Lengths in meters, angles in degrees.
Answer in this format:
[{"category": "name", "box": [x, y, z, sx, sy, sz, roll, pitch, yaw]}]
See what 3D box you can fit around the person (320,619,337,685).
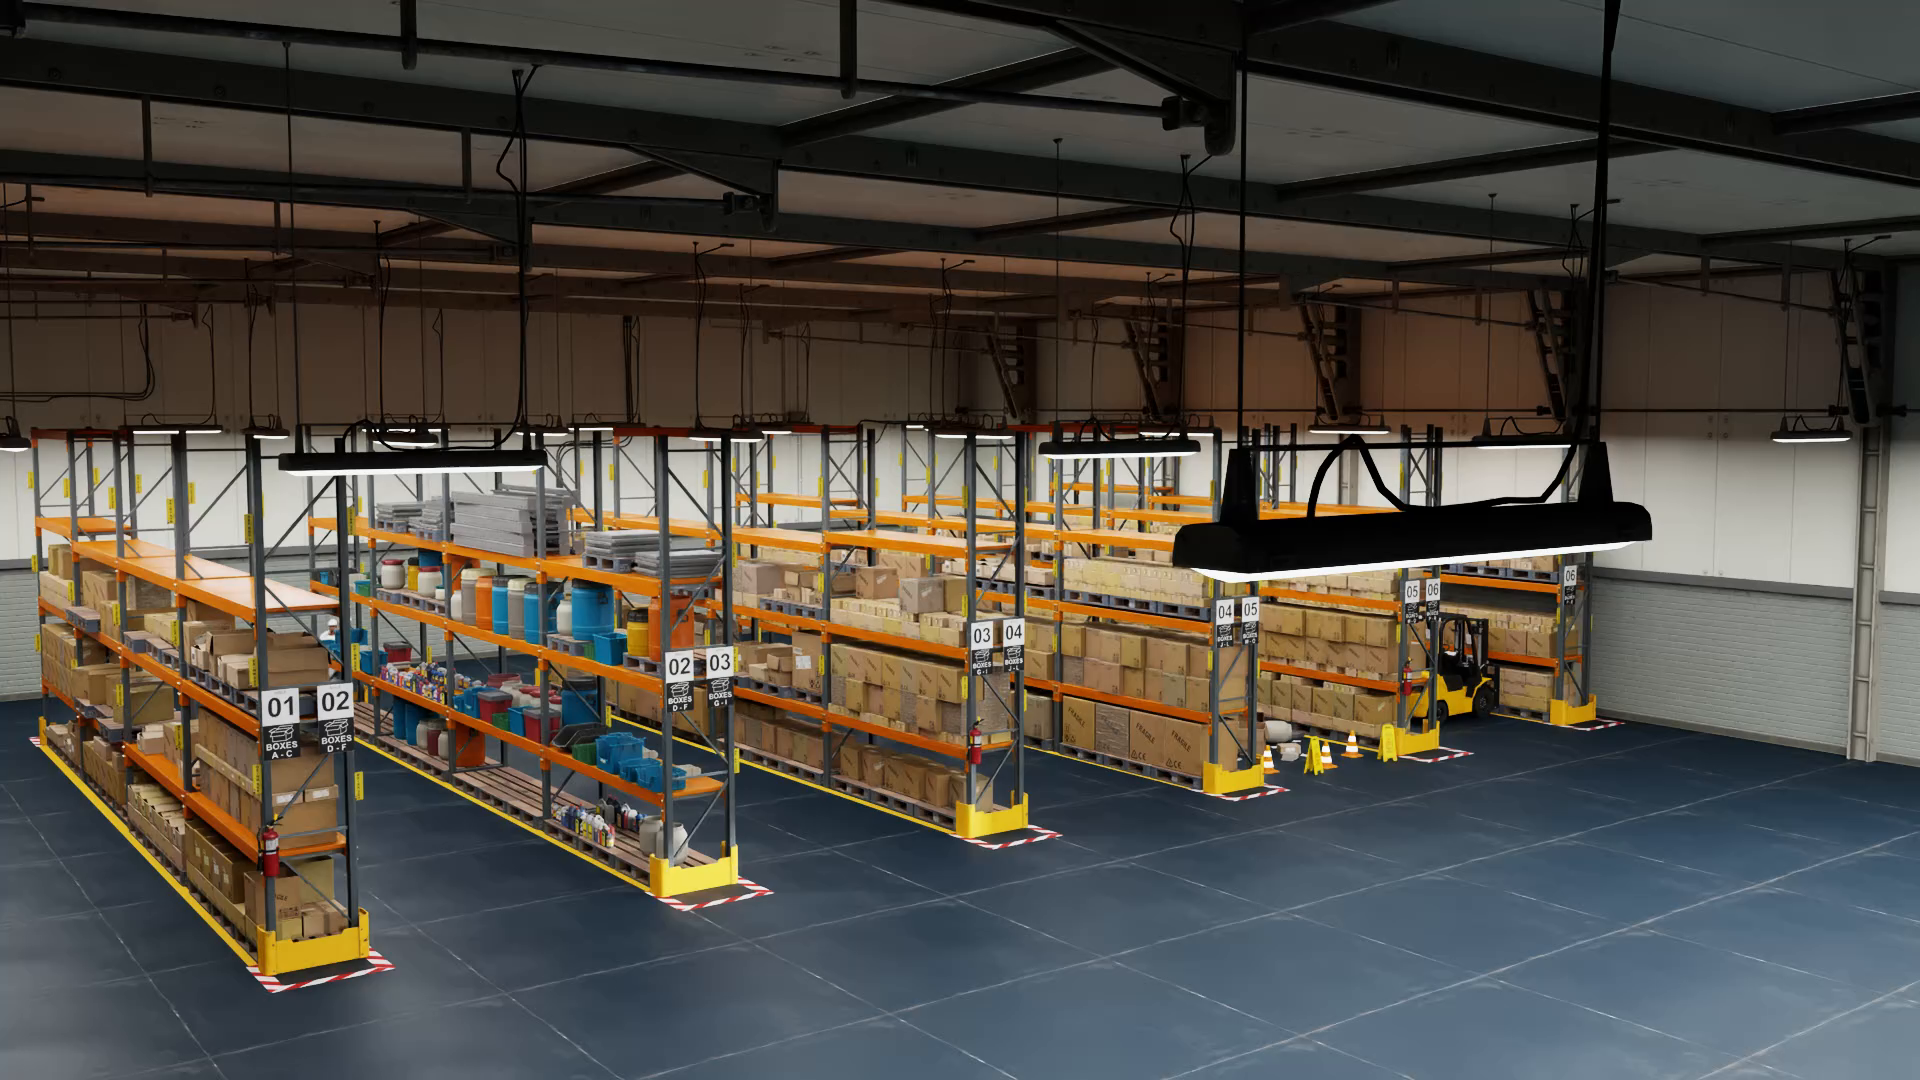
[{"category": "person", "box": [-13.806, 2.597, 36.586, 0.607, 1.745, 0.939, 0, 4, 1]}]
